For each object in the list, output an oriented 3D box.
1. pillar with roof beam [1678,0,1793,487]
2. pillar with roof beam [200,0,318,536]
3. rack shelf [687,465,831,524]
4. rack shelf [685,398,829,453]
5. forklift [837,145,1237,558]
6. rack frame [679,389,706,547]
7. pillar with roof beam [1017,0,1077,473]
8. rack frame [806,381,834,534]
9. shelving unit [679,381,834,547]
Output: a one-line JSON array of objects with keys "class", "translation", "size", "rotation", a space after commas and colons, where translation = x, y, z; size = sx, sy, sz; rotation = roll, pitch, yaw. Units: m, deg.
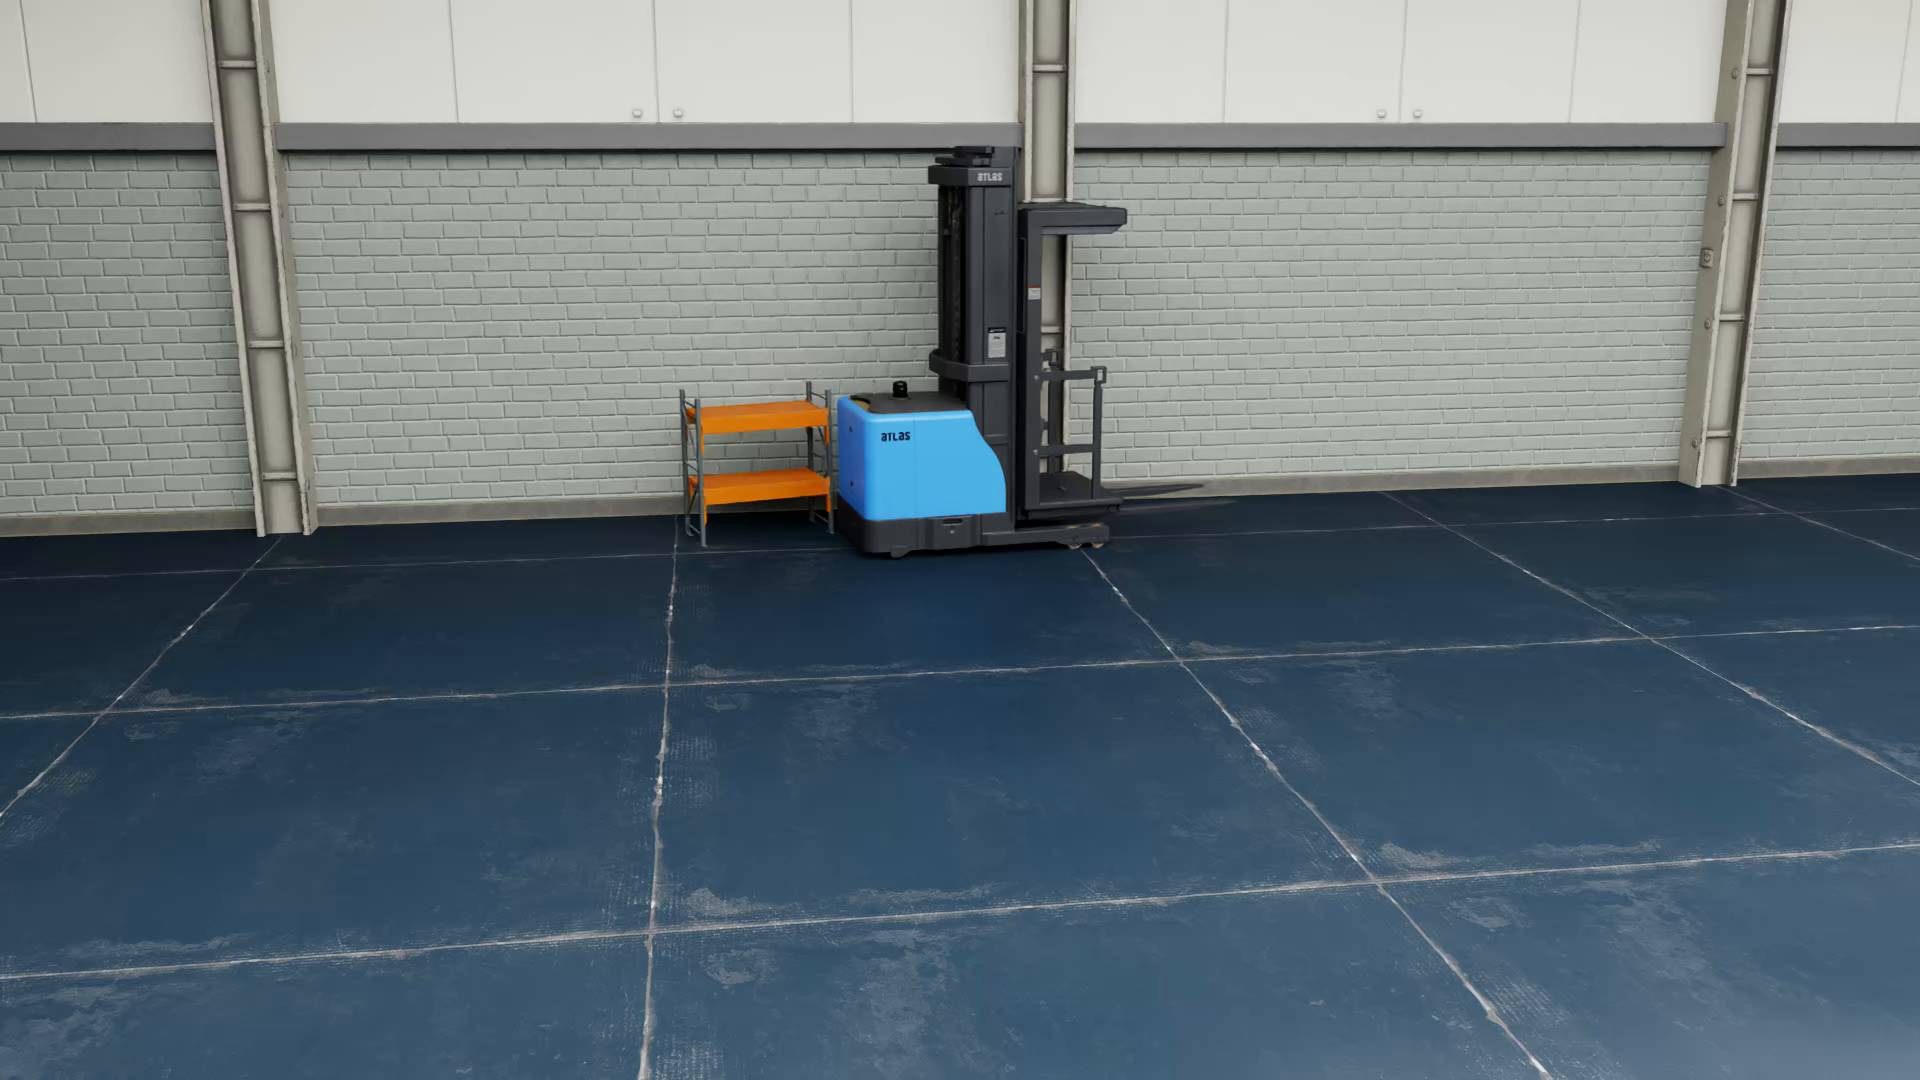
[{"class": "pillar with roof beam", "translation": [7.254, -3.836, 9.517], "size": [0.400, 9.000, 9.100], "rotation": [-2, 14, -8]}, {"class": "pillar with roof beam", "translation": [-4.612, -3.401, 7.783], "size": [0.400, 9.000, 9.100], "rotation": [-2, 14, -8]}, {"class": "rack shelf", "translation": [-1.561, -0.361, 12.855], "size": [1.000, 0.278, 0.538], "rotation": [-6, 15, -23]}, {"class": "rack shelf", "translation": [-1.561, -0.882, 12.724], "size": [1.000, 0.278, 0.538], "rotation": [-6, 15, -23]}, {"class": "forklift", "translation": [0.623, -1.479, 12.592], "size": [3.031, 2.935, 1.130], "rotation": [-4, 15, -16]}, {"class": "rack frame", "translation": [-2.026, -0.549, 12.598], "size": [0.032, 1.125, 0.500], "rotation": [-6, 15, -23]}, {"class": "pillar with roof beam", "translation": [1.321, -3.618, 8.650], "size": [0.400, 9.000, 9.100], "rotation": [-2, 14, -8]}, {"class": "rack frame", "translation": [-1.095, -0.648, 12.993], "size": [0.032, 1.125, 0.500], "rotation": [-6, 15, -23]}, {"class": "shelving unit", "translation": [-1.561, -0.598, 12.796], "size": [1.048, 1.125, 0.538], "rotation": [-6, 15, -23]}]
